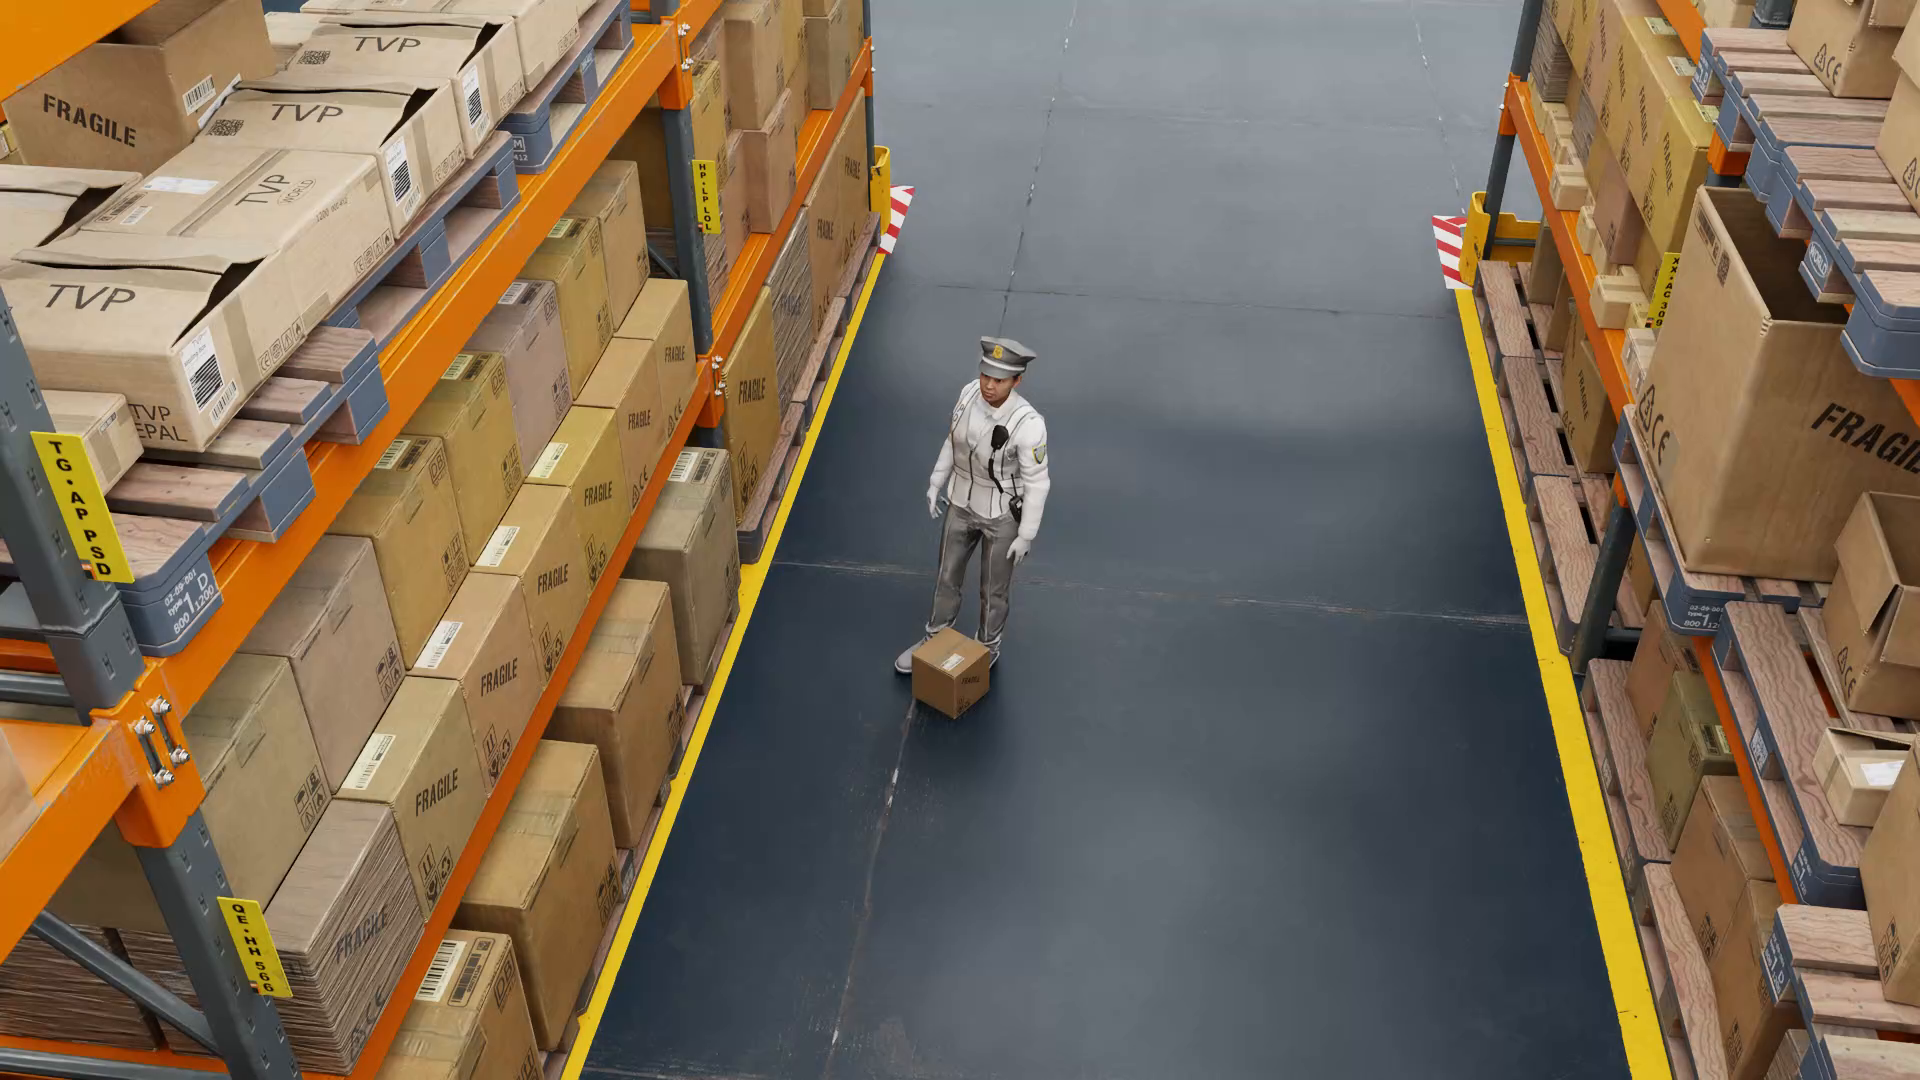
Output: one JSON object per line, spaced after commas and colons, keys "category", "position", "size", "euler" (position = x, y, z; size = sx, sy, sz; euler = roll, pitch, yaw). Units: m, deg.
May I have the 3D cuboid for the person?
{"category": "person", "position": [0.069, -0.100, 7.131], "size": [0.587, 1.694, 0.530], "euler": [27, 44, 32]}
